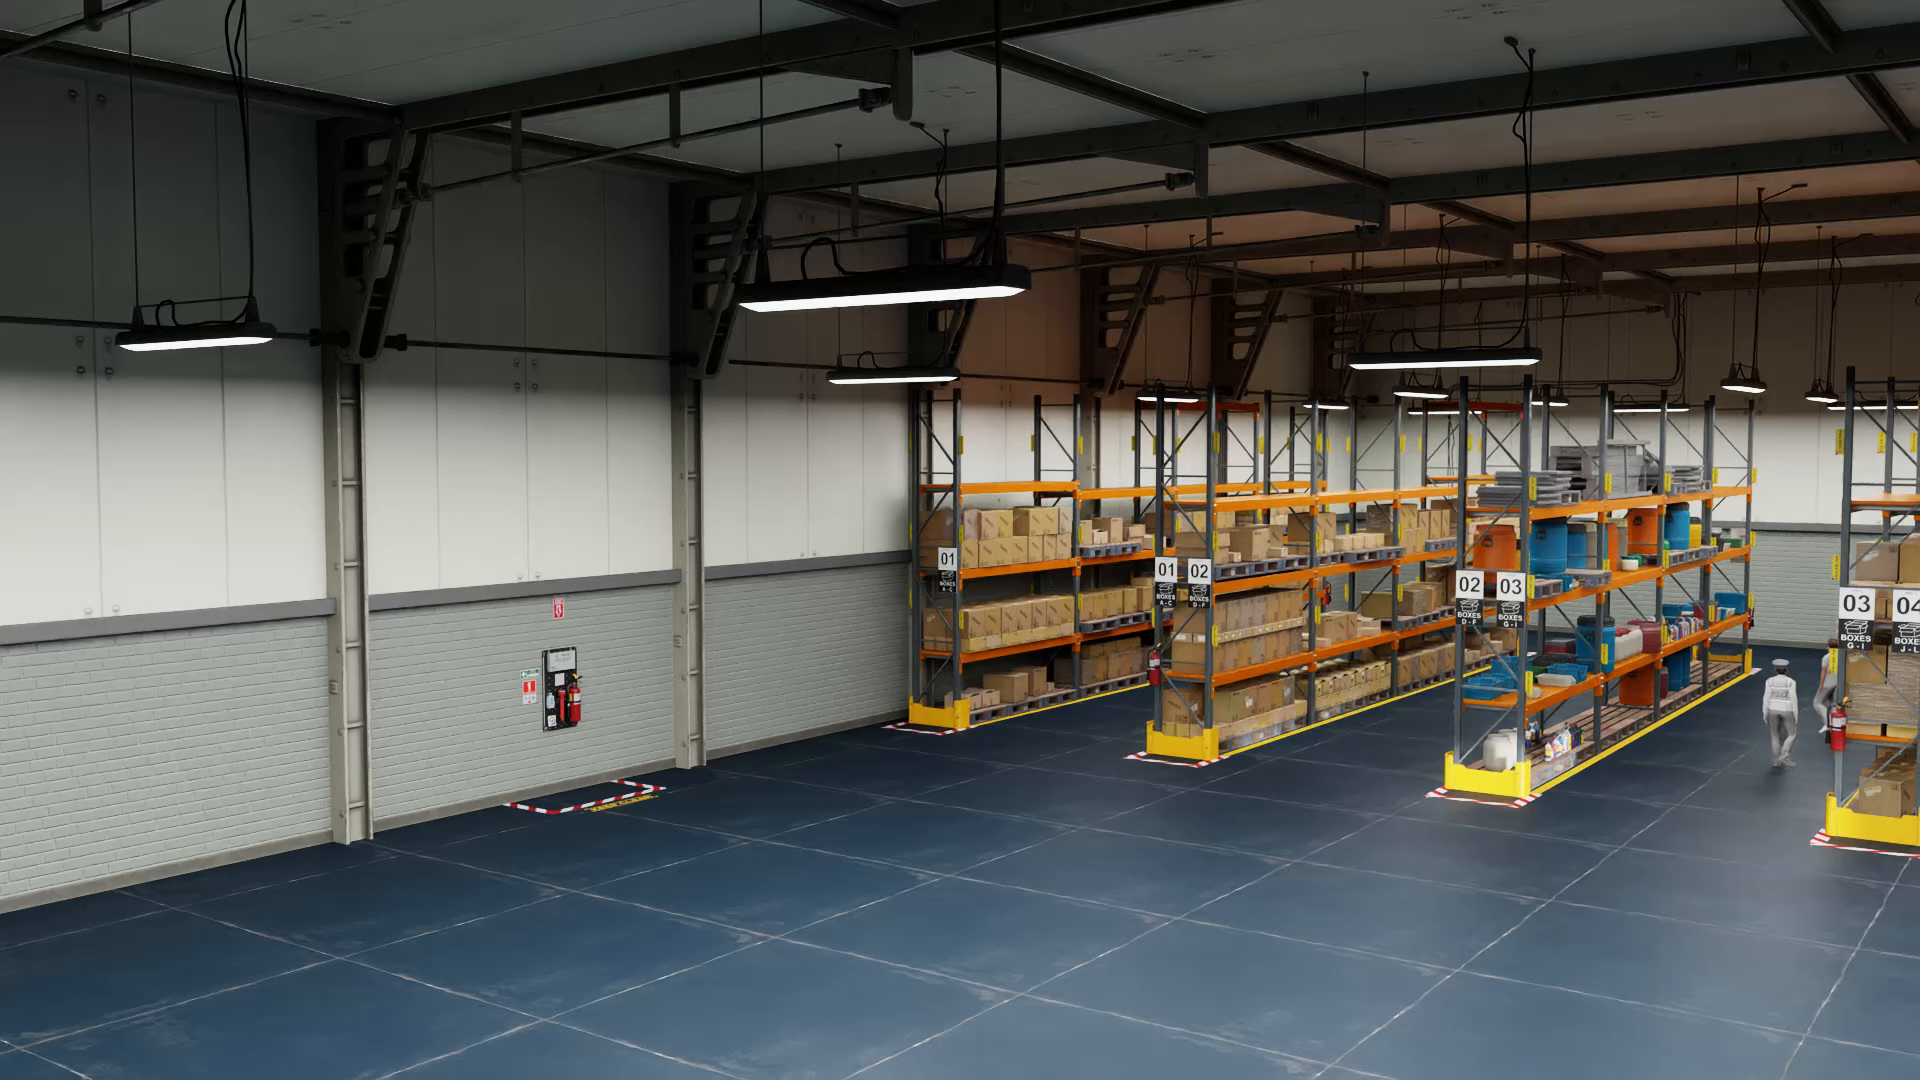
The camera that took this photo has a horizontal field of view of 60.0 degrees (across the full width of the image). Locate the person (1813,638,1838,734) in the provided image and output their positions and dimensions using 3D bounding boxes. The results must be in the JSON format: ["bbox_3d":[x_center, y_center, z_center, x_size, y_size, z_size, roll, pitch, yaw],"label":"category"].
[{"bbox_3d":[15.045,2.534,28.658,0.485,1.671,0.475,-1,3,-9],"label":"person"}]

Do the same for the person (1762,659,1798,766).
[{"bbox_3d":[12.750,2.700,25.845,0.511,1.672,0.516,2,4,35],"label":"person"}]
